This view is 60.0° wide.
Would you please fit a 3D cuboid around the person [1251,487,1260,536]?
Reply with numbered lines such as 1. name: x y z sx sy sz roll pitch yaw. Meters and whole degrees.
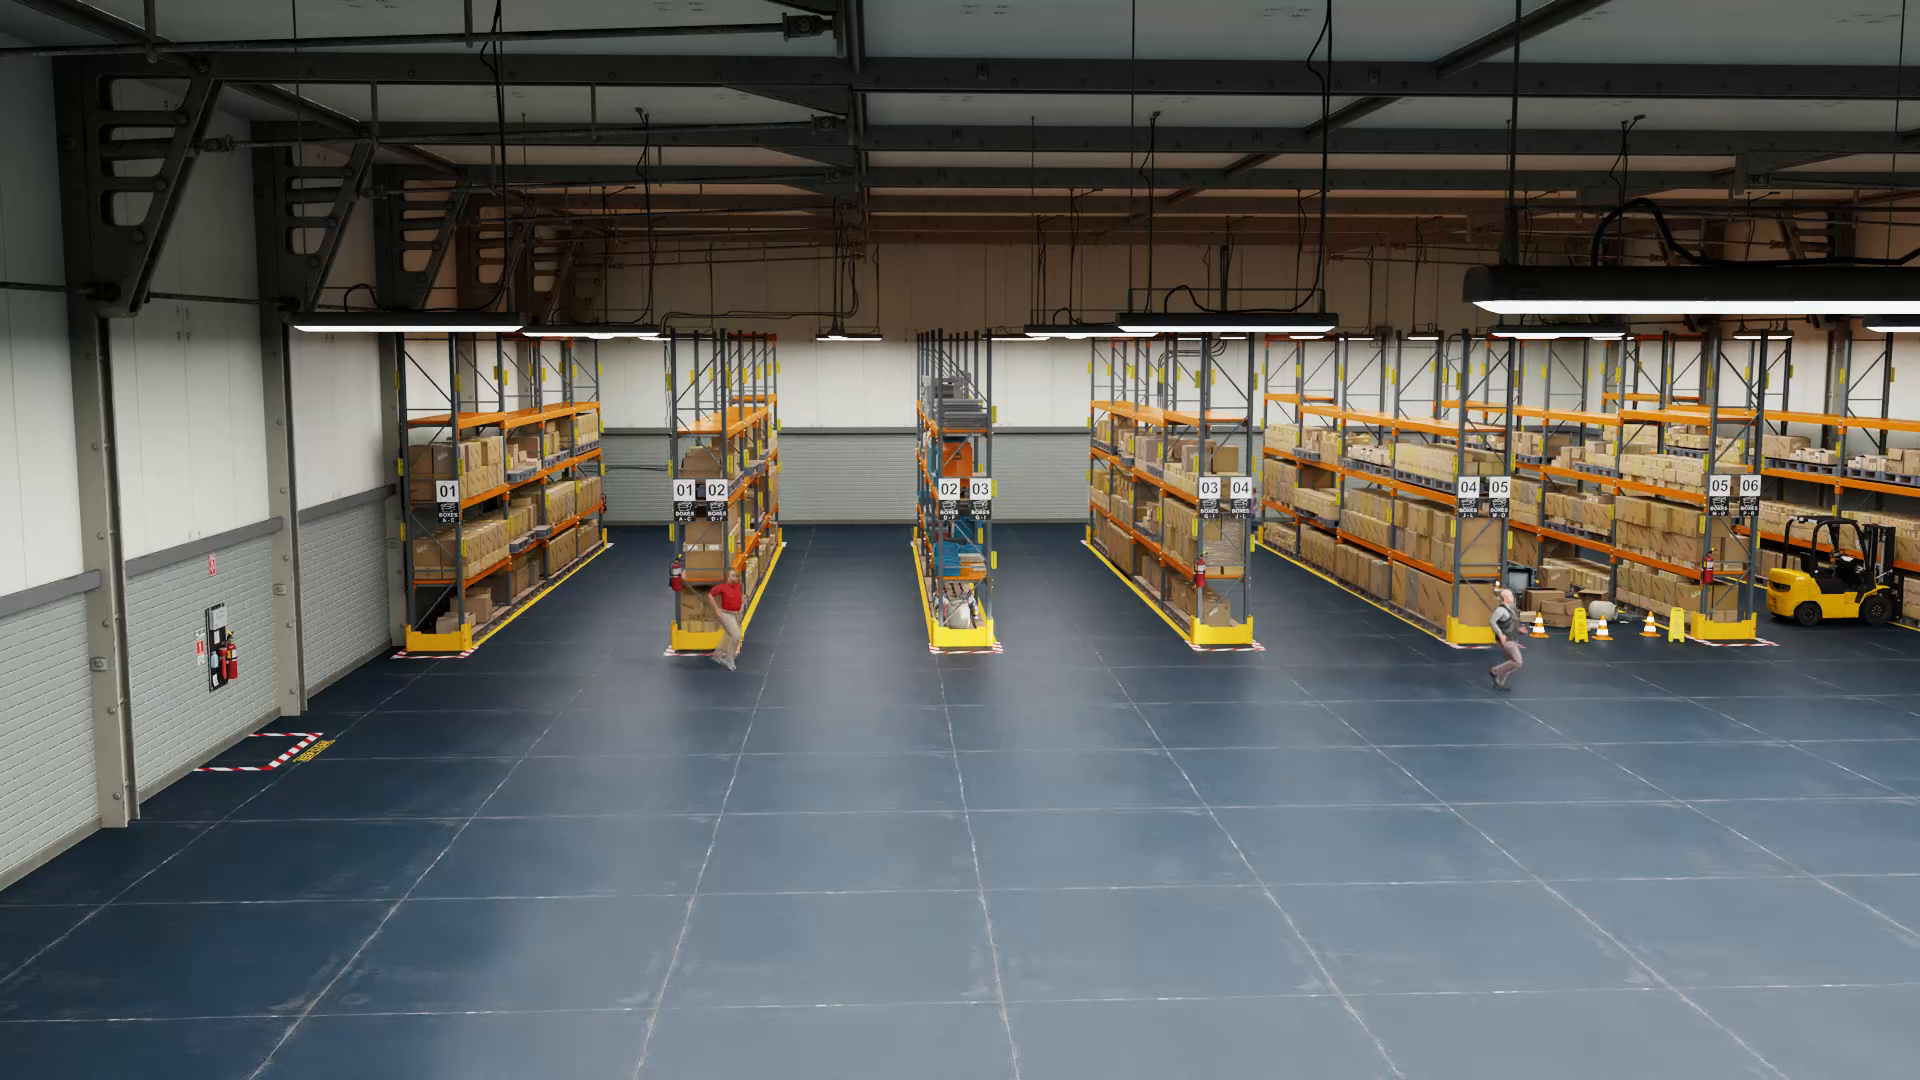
1. person: 8.517 -0.783 48.757 0.478 1.553 0.605 -3 8 -27

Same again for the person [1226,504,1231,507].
1. person: 7.441 -0.585 46.935 0.655 1.578 0.569 1 7 6

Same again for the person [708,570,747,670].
1. person: -4.097 1.414 29.536 0.740 1.787 0.644 3 8 26

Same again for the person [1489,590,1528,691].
1. person: 9.062 1.699 27.436 0.566 1.610 0.650 4 8 32
